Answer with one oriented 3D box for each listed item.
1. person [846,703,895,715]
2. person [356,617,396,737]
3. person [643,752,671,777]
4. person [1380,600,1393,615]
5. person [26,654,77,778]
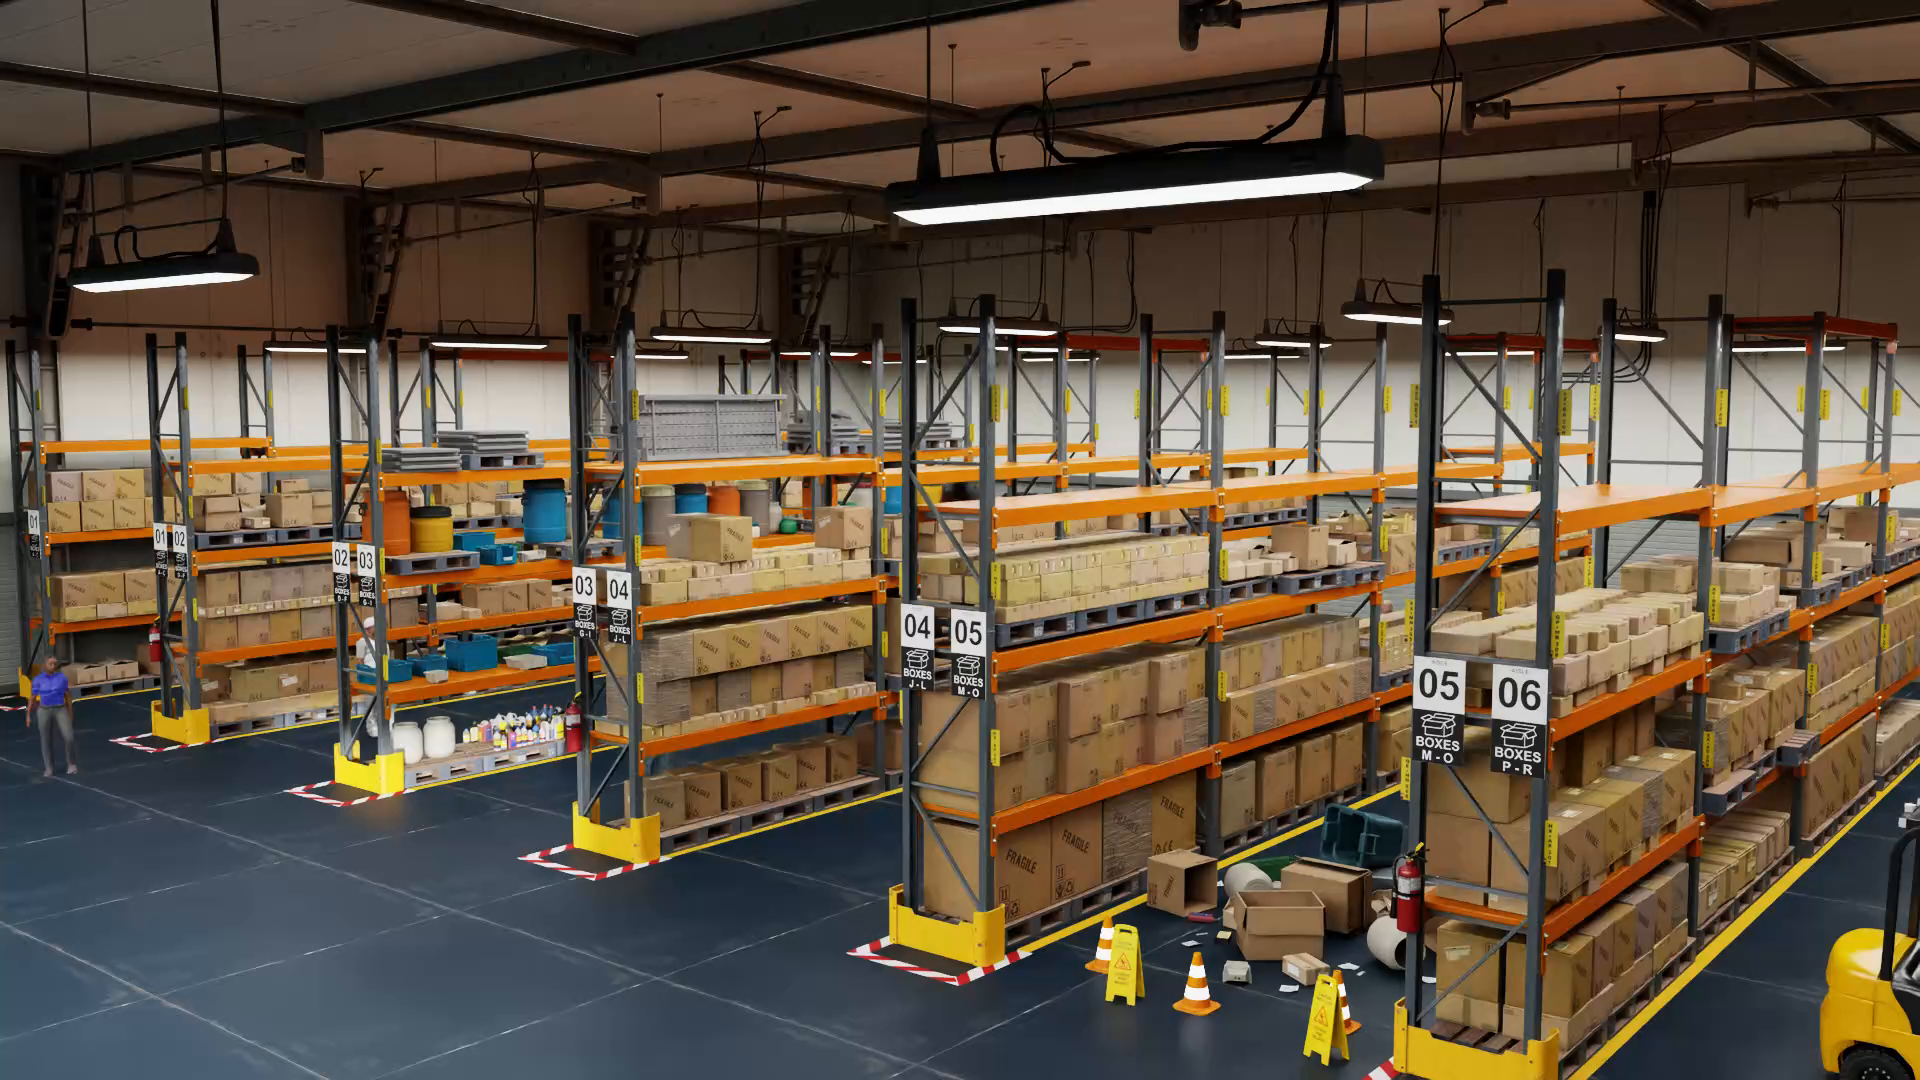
[{"bbox_3d":[-1.447,1.924,26.413,0.631,1.614,1.028,4,7,40],"label":"person"},{"bbox_3d":[-8.742,2.044,24.926,0.618,1.787,0.482,-5,7,-42],"label":"person"},{"bbox_3d":[-3.817,2.411,20.817,0.602,1.782,0.455,-5,7,-43],"label":"person"},{"bbox_3d":[6.896,1.846,27.162,1.038,1.724,0.634,-5,7,-45],"label":"person"},{"bbox_3d":[-12.196,2.349,22.286,0.580,1.658,0.368,-4,6,-34],"label":"person"}]
